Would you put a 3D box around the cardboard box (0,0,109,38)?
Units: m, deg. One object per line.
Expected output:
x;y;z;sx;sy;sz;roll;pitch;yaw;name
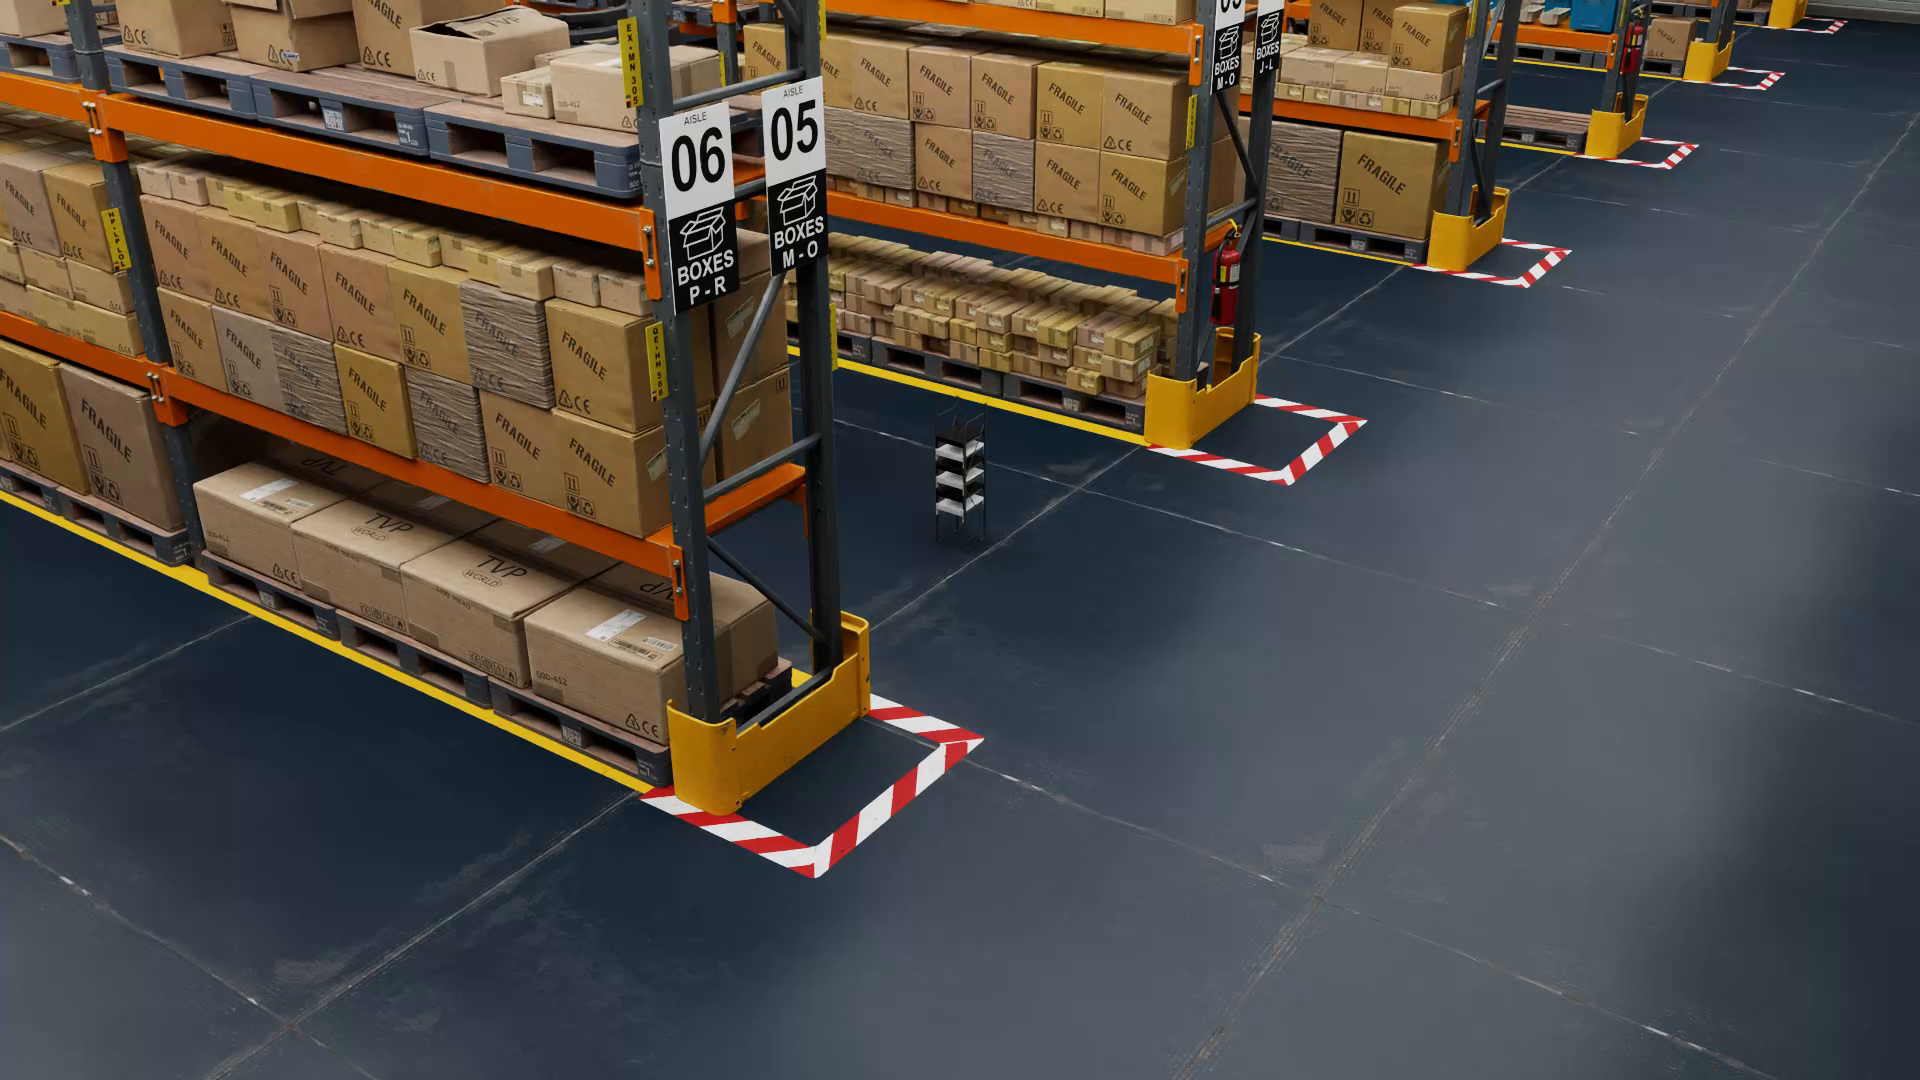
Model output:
-5.067;-2.969;9.104;0.500;0.311;0.500;17;32;30;cardboard box

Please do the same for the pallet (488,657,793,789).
-1.628;0.757;8.529;1.213;0.211;1.003;17;32;30;pallet

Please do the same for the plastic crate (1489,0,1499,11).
6.388;-6.343;19.525;0.300;0.233;0.416;17;32;30;plastic crate

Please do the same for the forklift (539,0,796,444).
-2.635;-2.087;11.119;3.031;2.935;1.130;17;31;29;forklift

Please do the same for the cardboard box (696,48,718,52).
-2.215;-4.028;14.015;0.250;0.149;0.380;17;31;30;cardboard box

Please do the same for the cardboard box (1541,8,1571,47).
8.552;-7.347;23.647;0.637;0.503;0.797;17;32;30;cardboard box

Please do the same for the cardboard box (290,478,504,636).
-3.027;0.049;9.208;0.875;0.438;0.875;16;31;29;cardboard box

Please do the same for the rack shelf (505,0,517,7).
-6.854;-7.289;22.058;4.000;0.370;1.077;17;32;30;rack shelf

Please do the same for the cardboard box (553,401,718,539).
-1.472;-0.379;7.577;0.500;0.500;0.500;18;32;31;cardboard box

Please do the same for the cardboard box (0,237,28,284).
-5.570;-1.771;10.037;0.500;0.250;0.500;18;32;31;cardboard box

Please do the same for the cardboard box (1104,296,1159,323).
1.260;-1.655;12.219;0.250;0.149;0.380;18;32;31;cardboard box

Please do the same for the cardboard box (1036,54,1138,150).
0.859;-2.963;11.225;0.500;0.500;0.500;16;31;29;cardboard box

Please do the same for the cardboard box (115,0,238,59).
-3.856;-2.720;8.297;0.500;0.500;0.500;18;32;31;cardboard box

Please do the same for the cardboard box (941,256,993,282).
0.055;-2.093;13.080;0.250;0.149;0.380;16;31;29;cardboard box

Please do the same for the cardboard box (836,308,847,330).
-0.931;-1.803;13.167;0.250;0.149;0.380;17;32;30;cardboard box

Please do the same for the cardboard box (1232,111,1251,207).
2.629;-3.851;16.390;0.875;0.875;0.875;17;32;30;cardboard box

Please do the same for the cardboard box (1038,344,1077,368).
0.768;-1.397;12.040;0.250;0.149;0.380;16;31;28;cardboard box

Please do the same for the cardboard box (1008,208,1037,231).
0.543;-2.324;11.787;0.250;0.149;0.380;16;31;28;cardboard box

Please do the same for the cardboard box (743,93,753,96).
-1.567;-3.694;13.687;0.250;0.149;0.380;18;32;31;cardboard box

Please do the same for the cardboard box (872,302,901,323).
-0.470;-1.819;12.870;0.250;0.149;0.380;19;33;33;cardboard box

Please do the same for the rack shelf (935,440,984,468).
0.007;-0.530;9.975;0.200;0.077;0.258;17;32;30;rack shelf

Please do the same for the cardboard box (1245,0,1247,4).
1.569;-3.667;11.006;0.500;0.250;0.500;19;32;32;cardboard box

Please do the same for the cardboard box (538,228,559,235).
-1.940;-1.542;8.045;0.250;0.149;0.380;18;32;31;cardboard box

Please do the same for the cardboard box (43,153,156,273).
-4.732;-1.848;9.361;0.500;0.500;0.500;18;32;32;cardboard box

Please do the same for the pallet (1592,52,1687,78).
9.577;-6.698;23.179;1.213;0.211;1.003;17;32;30;pallet

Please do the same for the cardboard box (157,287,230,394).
-3.983;-1.163;9.117;0.500;0.500;0.500;18;32;32;cardboard box

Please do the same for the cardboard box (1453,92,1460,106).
4.580;-4.117;15.309;0.250;0.149;0.380;18;32;31;cardboard box

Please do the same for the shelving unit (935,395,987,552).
0.007;-0.399;10.042;0.210;0.900;0.258;17;32;30;shelving unit

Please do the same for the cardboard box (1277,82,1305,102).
3.149;-4.199;15.470;0.250;0.149;0.380;17;32;30;cardboard box

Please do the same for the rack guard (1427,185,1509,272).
4.706;-2.894;15.386;0.348;0.500;1.175;17;32;30;rack guard

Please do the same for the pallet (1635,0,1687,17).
11.394;-8.817;27.342;1.213;0.211;1.003;17;32;30;pallet

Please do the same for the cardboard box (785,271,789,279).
-1.336;-2.229;13.347;0.250;0.149;0.380;19;32;32;cardboard box

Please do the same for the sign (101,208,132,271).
-4.521;-1.612;8.921;0.005;0.325;0.100;17;32;30;sign

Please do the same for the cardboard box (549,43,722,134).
-1.347;-1.893;6.947;0.500;0.250;0.500;14;30;26;cardboard box

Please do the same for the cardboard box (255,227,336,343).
-3.138;-1.346;8.375;0.500;0.500;0.500;18;32;31;cardboard box

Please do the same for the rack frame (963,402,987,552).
0.090;-0.373;9.990;0.006;0.900;0.240;17;32;30;rack frame

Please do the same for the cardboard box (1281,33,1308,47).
3.166;-4.698;16.011;0.500;0.250;0.500;17;31;29;cardboard box

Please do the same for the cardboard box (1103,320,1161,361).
1.215;-1.409;11.736;0.250;0.149;0.380;18;32;31;cardboard box

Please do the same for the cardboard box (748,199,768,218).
-1.962;-2.909;14.125;0.500;0.250;0.500;16;31;28;cardboard box

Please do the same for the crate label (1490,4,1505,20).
6.241;-6.059;19.074;0.243;0.136;0.396;17;32;30;crate label

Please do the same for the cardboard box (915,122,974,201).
0.028;-2.775;11.957;0.500;0.500;0.500;19;33;33;cardboard box

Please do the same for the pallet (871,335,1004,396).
0.081;-1.498;12.961;1.213;0.211;1.003;17;32;30;pallet

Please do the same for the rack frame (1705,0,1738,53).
10.298;-7.717;22.106;0.127;3.000;1.000;17;32;30;rack frame

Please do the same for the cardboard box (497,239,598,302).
-1.817;-1.197;7.367;0.250;0.149;0.380;17;32;30;cardboard box

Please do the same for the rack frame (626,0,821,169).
-0.925;-2.983;6.190;0.127;3.000;1.000;17;32;30;rack frame

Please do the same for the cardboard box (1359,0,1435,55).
4.031;-4.767;15.320;0.500;0.500;0.500;16;31;29;cardboard box

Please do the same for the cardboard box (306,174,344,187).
-3.213;-1.921;8.791;0.250;0.149;0.380;17;32;30;cardboard box

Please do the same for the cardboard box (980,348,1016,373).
0.348;-1.389;12.351;0.250;0.149;0.380;16;31;28;cardboard box

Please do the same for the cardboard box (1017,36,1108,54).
0.739;-3.292;11.872;0.500;0.500;0.500;17;31;29;cardboard box

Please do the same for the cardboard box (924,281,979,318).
-0.062;-1.818;12.540;0.250;0.149;0.380;17;32;31;cardboard box

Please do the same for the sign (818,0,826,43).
-0.606;-2.277;7.059;0.005;0.325;0.100;17;32;30;sign

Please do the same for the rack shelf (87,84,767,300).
-2.573;-1.839;8.043;4.000;0.370;1.077;17;32;30;rack shelf

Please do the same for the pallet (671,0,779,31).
-2.556;-6.126;19.192;1.003;0.211;1.213;17;32;30;pallet

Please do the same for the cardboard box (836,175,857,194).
-0.729;-2.747;12.617;0.250;0.149;0.380;16;31;28;cardboard box

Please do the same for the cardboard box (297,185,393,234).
-3.027;-1.628;8.215;0.250;0.149;0.380;17;32;30;cardboard box
